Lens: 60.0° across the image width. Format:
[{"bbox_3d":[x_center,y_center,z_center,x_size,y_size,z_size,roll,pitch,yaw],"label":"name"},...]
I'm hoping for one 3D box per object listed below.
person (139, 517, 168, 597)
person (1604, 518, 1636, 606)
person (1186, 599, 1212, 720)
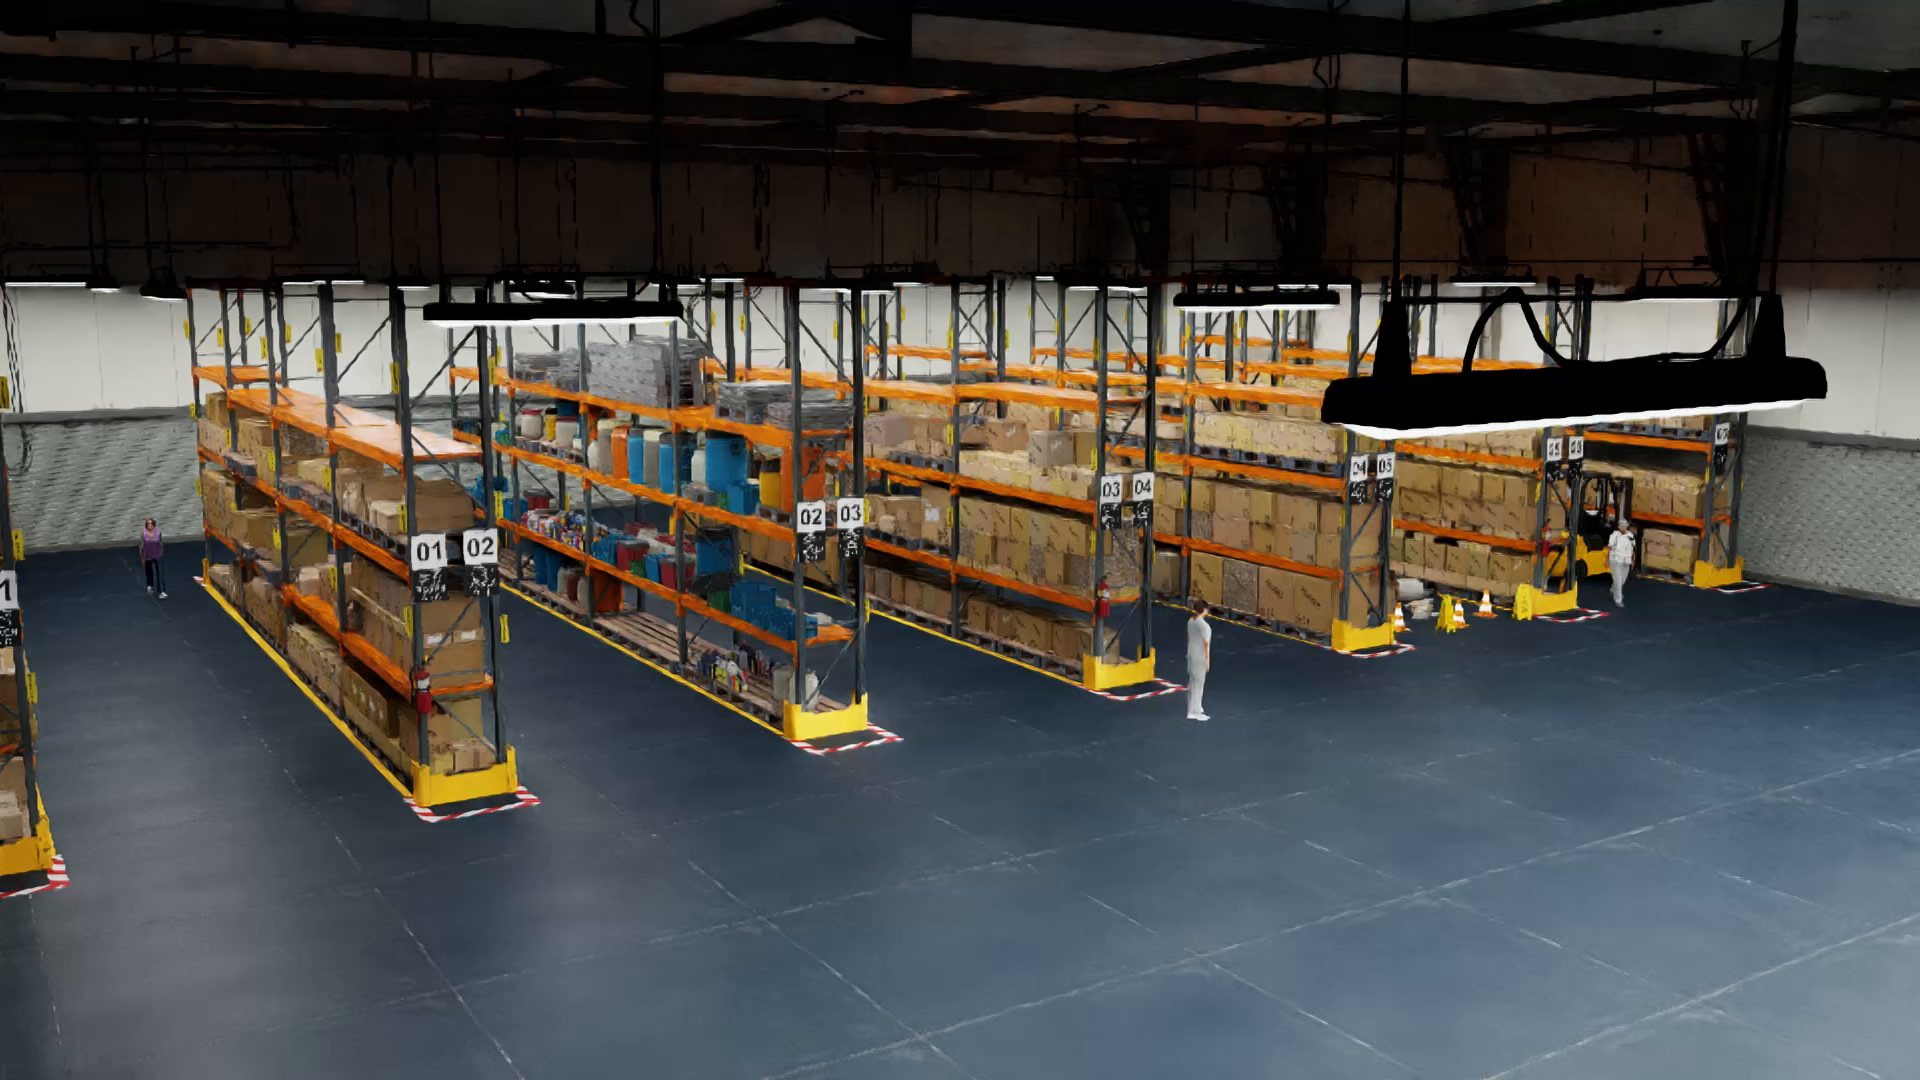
[{"bbox_3d":[-15.323,0.308,31.529,0.417,1.517,1.037,-5,11,-29],"label":"person"},{"bbox_3d":[12.263,0.379,30.877,0.553,1.621,0.896,-1,10,-7],"label":"person"},{"bbox_3d":[3.328,1.641,23.133,0.395,1.675,0.519,-4,10,-21],"label":"person"}]
